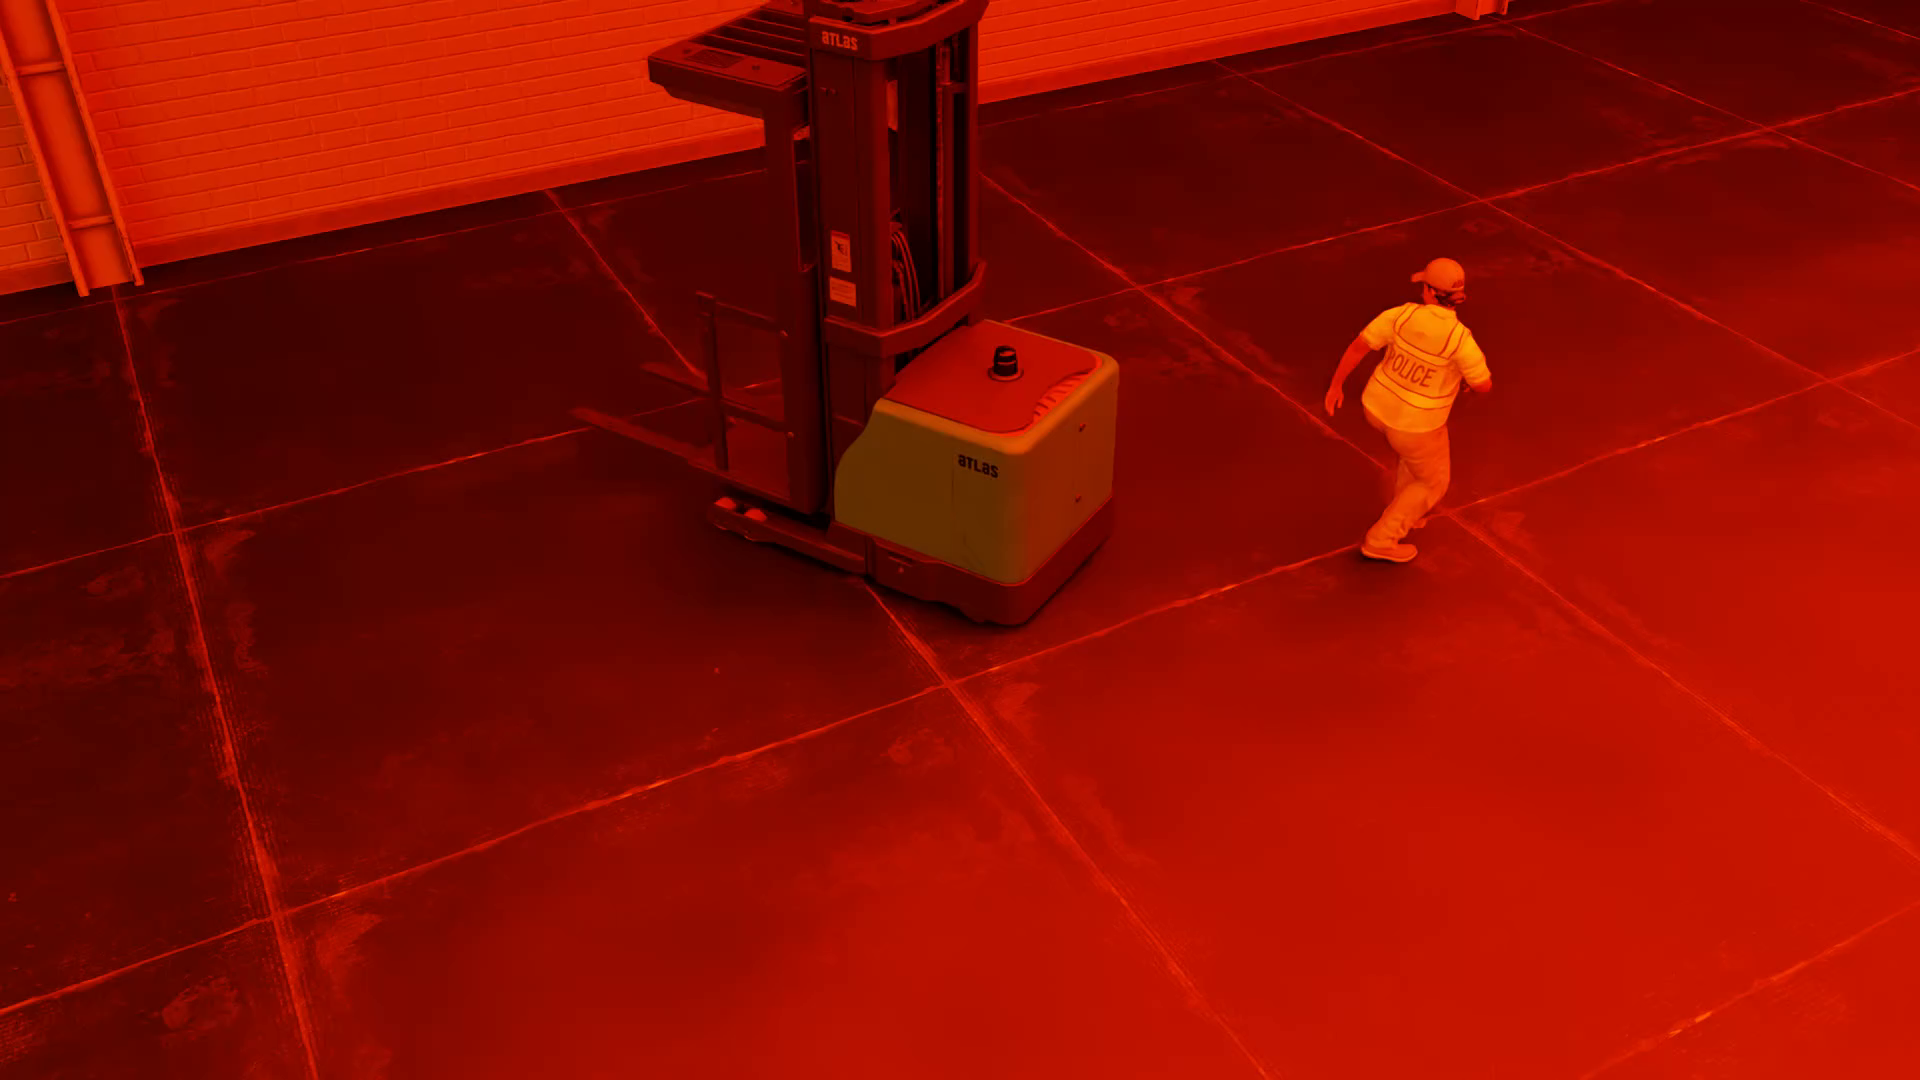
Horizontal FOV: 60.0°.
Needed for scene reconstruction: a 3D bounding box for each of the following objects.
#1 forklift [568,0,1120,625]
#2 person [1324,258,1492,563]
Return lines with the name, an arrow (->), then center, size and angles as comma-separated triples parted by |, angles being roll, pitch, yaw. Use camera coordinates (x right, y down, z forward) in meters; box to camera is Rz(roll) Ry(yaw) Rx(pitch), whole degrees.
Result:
forklift -> -0.731, -1.427, 8.141 | 3.031, 2.935, 1.130 | 20, 40, 26
person -> 2.235, -0.601, 8.181 | 0.736, 1.665, 0.569 | -18, 39, -23
